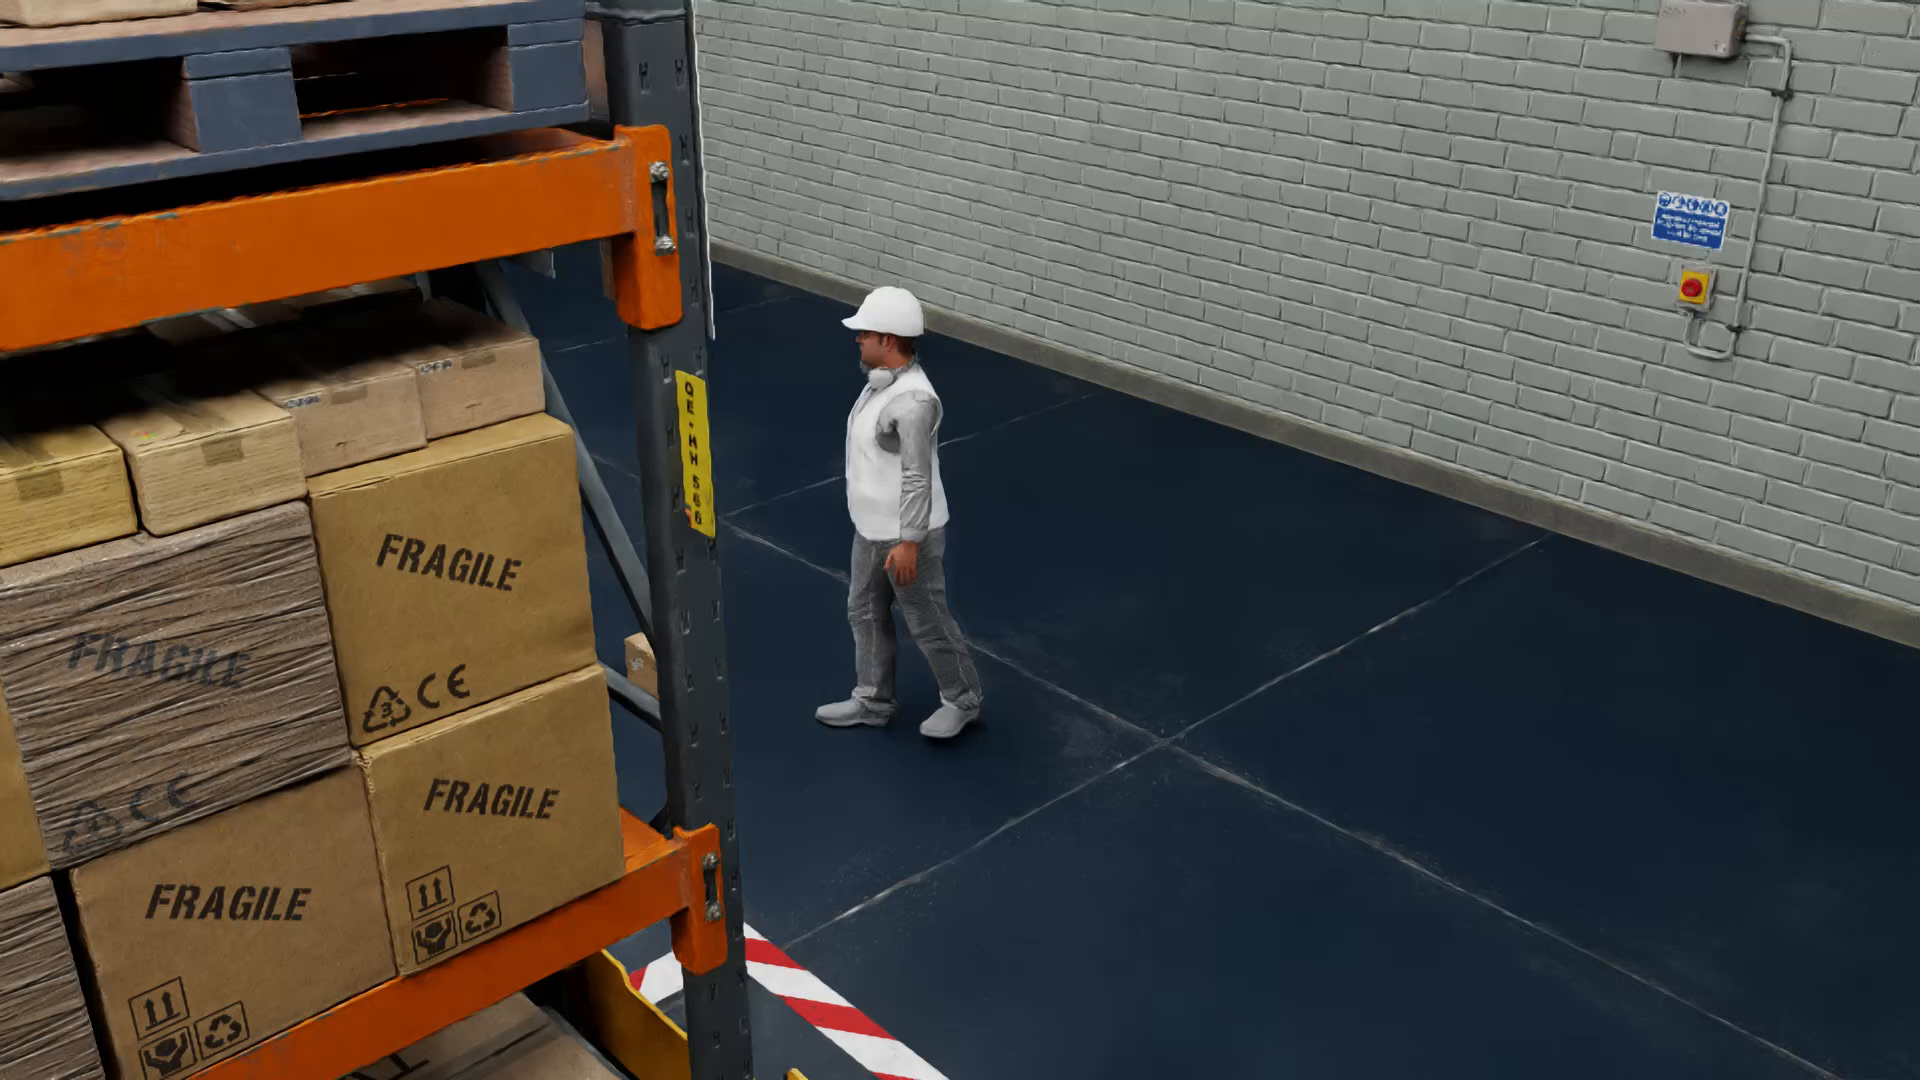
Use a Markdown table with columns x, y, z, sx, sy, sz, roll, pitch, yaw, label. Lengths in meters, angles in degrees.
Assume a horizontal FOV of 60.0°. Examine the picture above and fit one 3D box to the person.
| x | y | z | sx | sy | sz | roll | pitch | yaw | label |
| --- | --- | --- | --- | --- | --- | --- | --- | --- | --- |
| -0.232 | -0.072 | 6.226 | 0.638 | 1.776 | 0.560 | -7 | 25 | -15 | person |
